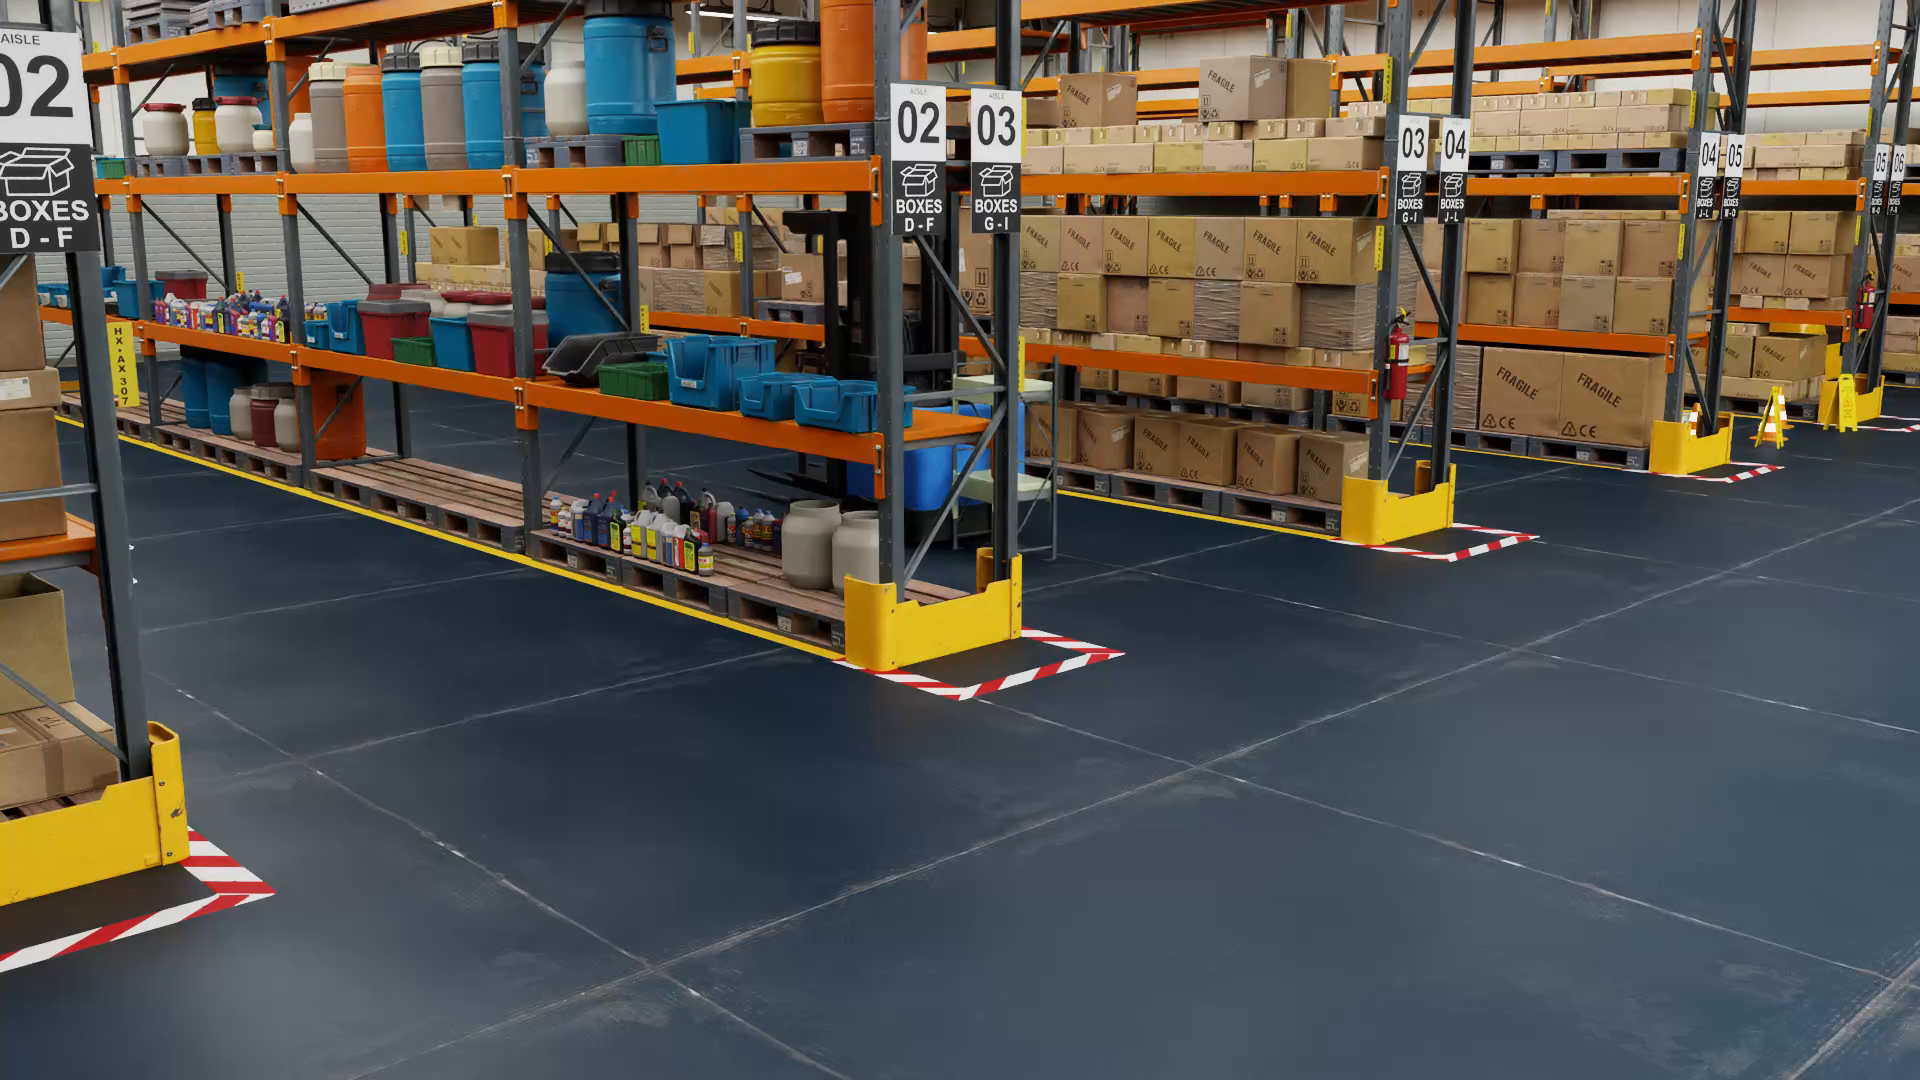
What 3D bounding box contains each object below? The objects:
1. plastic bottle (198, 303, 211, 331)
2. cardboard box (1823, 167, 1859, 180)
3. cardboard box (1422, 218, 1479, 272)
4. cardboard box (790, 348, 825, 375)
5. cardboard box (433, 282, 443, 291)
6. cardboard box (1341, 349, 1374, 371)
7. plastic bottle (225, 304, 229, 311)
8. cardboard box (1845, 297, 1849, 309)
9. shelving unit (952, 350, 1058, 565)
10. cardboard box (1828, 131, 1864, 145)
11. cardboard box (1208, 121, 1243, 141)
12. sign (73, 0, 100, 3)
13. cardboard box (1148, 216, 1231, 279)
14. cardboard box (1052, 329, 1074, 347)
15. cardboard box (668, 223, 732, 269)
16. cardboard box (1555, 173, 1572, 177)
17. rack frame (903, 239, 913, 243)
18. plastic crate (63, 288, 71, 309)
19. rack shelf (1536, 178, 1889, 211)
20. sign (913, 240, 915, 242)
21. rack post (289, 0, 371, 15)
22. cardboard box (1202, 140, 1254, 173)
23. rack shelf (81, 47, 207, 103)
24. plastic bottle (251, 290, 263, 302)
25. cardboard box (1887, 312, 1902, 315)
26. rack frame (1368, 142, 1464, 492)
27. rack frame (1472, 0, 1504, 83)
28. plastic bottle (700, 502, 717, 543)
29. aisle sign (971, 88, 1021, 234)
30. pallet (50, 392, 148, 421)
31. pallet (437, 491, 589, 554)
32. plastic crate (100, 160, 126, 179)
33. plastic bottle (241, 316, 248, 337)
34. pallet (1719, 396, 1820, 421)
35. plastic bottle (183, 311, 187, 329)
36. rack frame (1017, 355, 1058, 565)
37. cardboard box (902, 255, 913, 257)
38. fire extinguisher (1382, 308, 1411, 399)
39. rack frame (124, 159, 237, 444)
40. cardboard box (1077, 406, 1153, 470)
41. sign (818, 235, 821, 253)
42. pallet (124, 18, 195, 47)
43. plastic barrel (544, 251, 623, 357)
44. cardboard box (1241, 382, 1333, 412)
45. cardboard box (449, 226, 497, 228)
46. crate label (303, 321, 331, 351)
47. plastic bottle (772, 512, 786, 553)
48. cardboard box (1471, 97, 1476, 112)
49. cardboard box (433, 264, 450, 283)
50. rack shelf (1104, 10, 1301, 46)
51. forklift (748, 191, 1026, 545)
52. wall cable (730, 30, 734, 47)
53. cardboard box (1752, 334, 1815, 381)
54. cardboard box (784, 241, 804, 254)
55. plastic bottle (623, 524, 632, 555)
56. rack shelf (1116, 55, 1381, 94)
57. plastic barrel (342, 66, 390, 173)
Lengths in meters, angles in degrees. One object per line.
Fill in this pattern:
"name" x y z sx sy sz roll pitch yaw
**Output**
"plastic bottle" -7.500 -2.228 16.600 0.152 0.276 0.135 -11 16 -43
"cardboard box" 10.244 -4.258 19.332 0.380 0.149 0.250 -11 16 -42
"cardboard box" 5.388 -3.159 17.765 0.875 0.550 0.550 -11 16 -43
"cardboard box" -1.515 -1.950 18.188 0.500 0.250 0.500 -10 15 -40
"cardboard box" -7.162 -3.557 23.366 0.250 0.149 0.380 11 16 44
"cardboard box" 3.179 -1.407 12.931 0.380 0.149 0.250 -11 16 -43
"plastic bottle" -7.134 -2.159 16.246 0.061 0.283 0.133 -11 16 -43
"cardboard box" 10.608 -2.854 19.952 0.380 0.149 0.250 -11 16 -42
"shelving unit" 0.322 -0.626 12.232 0.431 1.500 0.755 -8 14 -35
"cardboard box" 10.246 -4.643 19.228 0.380 0.149 0.250 -11 16 -42
"cardboard box" 2.215 -3.296 13.428 0.250 0.149 0.380 11 16 42
"sign" -3.236 -2.150 6.118 0.100 0.325 0.005 -11 16 -43
"cardboard box" 1.935 -2.467 13.991 0.500 0.500 0.500 -11 16 -43
"cardboard box" 1.050 -1.834 15.002 0.380 0.149 0.250 -11 16 -43
"cardboard box" -2.940 -3.430 19.391 0.797 0.503 0.637 -10 16 -41
"cardboard box" 7.969 -4.748 21.712 0.380 0.149 0.250 -11 16 -43
"rack frame" -1.104 -3.945 24.627 1.000 3.000 0.127 -11 16 -43
"plastic crate" -10.264 -2.836 19.508 0.416 0.233 0.300 -11 16 -43
"rack shelf" 9.312 -4.307 20.733 1.077 0.370 4.000 -11 16 -43
"sign" -0.705 -4.590 24.888 0.100 0.325 0.005 -11 16 -43
"rack post" -4.241 -4.723 13.038 1.013 1.000 3.121 -11 16 -43
"cardboard box" 2.314 -3.097 13.446 0.500 0.250 0.500 -10 16 -41
"rack shelf" -9.725 -5.261 18.918 1.077 0.370 4.000 -11 16 -43
"plastic bottle" -7.345 -2.439 17.438 0.144 0.351 0.185 -11 16 -43
"cardboard box" 13.400 -3.183 24.222 0.500 0.250 0.500 -11 16 -43
"rack frame" 3.525 -1.517 12.843 1.000 3.000 0.127 -11 16 -43
"rack frame" 8.756 -7.696 27.968 1.000 3.000 0.127 -11 16 -43
"plastic bottle" -1.778 -0.128 11.740 0.061 0.283 0.133 -11 16 -43
"aisle sign" 0.205 -2.131 9.378 0.394 0.787 0.004 -11 16 -43
"pallet" -10.565 -1.671 20.498 1.003 0.211 1.213 -11 16 -43
"pallet" -3.389 -0.154 13.138 1.003 0.211 1.213 -11 16 -43
"plastic crate" -8.855 -3.964 17.808 0.450 0.188 0.662 -11 16 -43
"plastic bottle" -6.799 -2.035 15.849 0.097 0.201 0.097 0 12 0
"pallet" 10.105 -1.667 20.481 1.003 0.211 1.213 -11 16 -43
"plastic bottle" -7.852 -2.258 16.930 0.097 0.201 0.097 0 12 0
"rack frame" 0.536 -0.566 11.941 0.400 1.500 0.023 -8 14 -35
"cardboard box" -0.626 -3.939 23.441 0.250 0.149 0.380 11 16 43
"fire extinguisher" 3.271 -1.399 12.458 0.296 0.674 0.183 -11 16 -43
"rack frame" -8.344 -2.579 17.994 1.000 3.000 0.127 -11 16 -43
"cardboard box" 1.411 -0.936 15.176 0.500 0.500 0.500 -5 13 -25
"sign" -1.613 -3.290 18.775 0.100 0.325 0.005 -11 16 -43
"pallet" -7.750 -5.112 16.882 1.003 0.211 1.213 -11 16 -43
"plastic barrel" -2.867 -1.755 12.755 0.600 0.901 0.708 -11 16 -43
"cardboard box" 3.927 -1.960 19.523 1.050 0.750 0.750 -11 16 -43
"cardboard box" -6.997 -4.258 23.919 0.500 0.500 0.500 -11 16 -42
"crate label" -5.562 -1.799 14.625 0.303 0.233 0.416 -11 16 -43
"plastic bottle" -1.227 -0.056 11.391 0.061 0.283 0.133 -11 16 -42
"cardboard box" 5.306 -4.483 17.161 0.380 0.149 0.250 -11 16 -43
"cardboard box" -7.024 -3.742 23.276 0.500 0.250 0.500 -11 16 -43
"rack shelf" 4.612 -9.848 31.955 1.077 0.370 4.000 -11 16 -43
"forklift" -0.750 -1.646 13.639 1.130 2.935 3.031 -8 14 -35
"wall cable" -4.488 -8.963 34.114 0.463 3.000 0.029 -11 16 -43
"cardboard box" 9.951 -2.205 20.097 0.500 0.500 0.500 -11 16 -42
"cardboard box" -2.343 -4.320 25.460 0.500 0.500 0.500 -11 16 -43
"plastic bottle" -2.253 -0.008 11.362 0.097 0.201 0.097 0 12 0
"rack shelf" 3.039 -5.460 19.884 1.077 0.370 4.000 -11 16 -43
"plastic barrel" -4.720 -3.429 13.622 0.600 0.830 0.708 -11 16 -43
